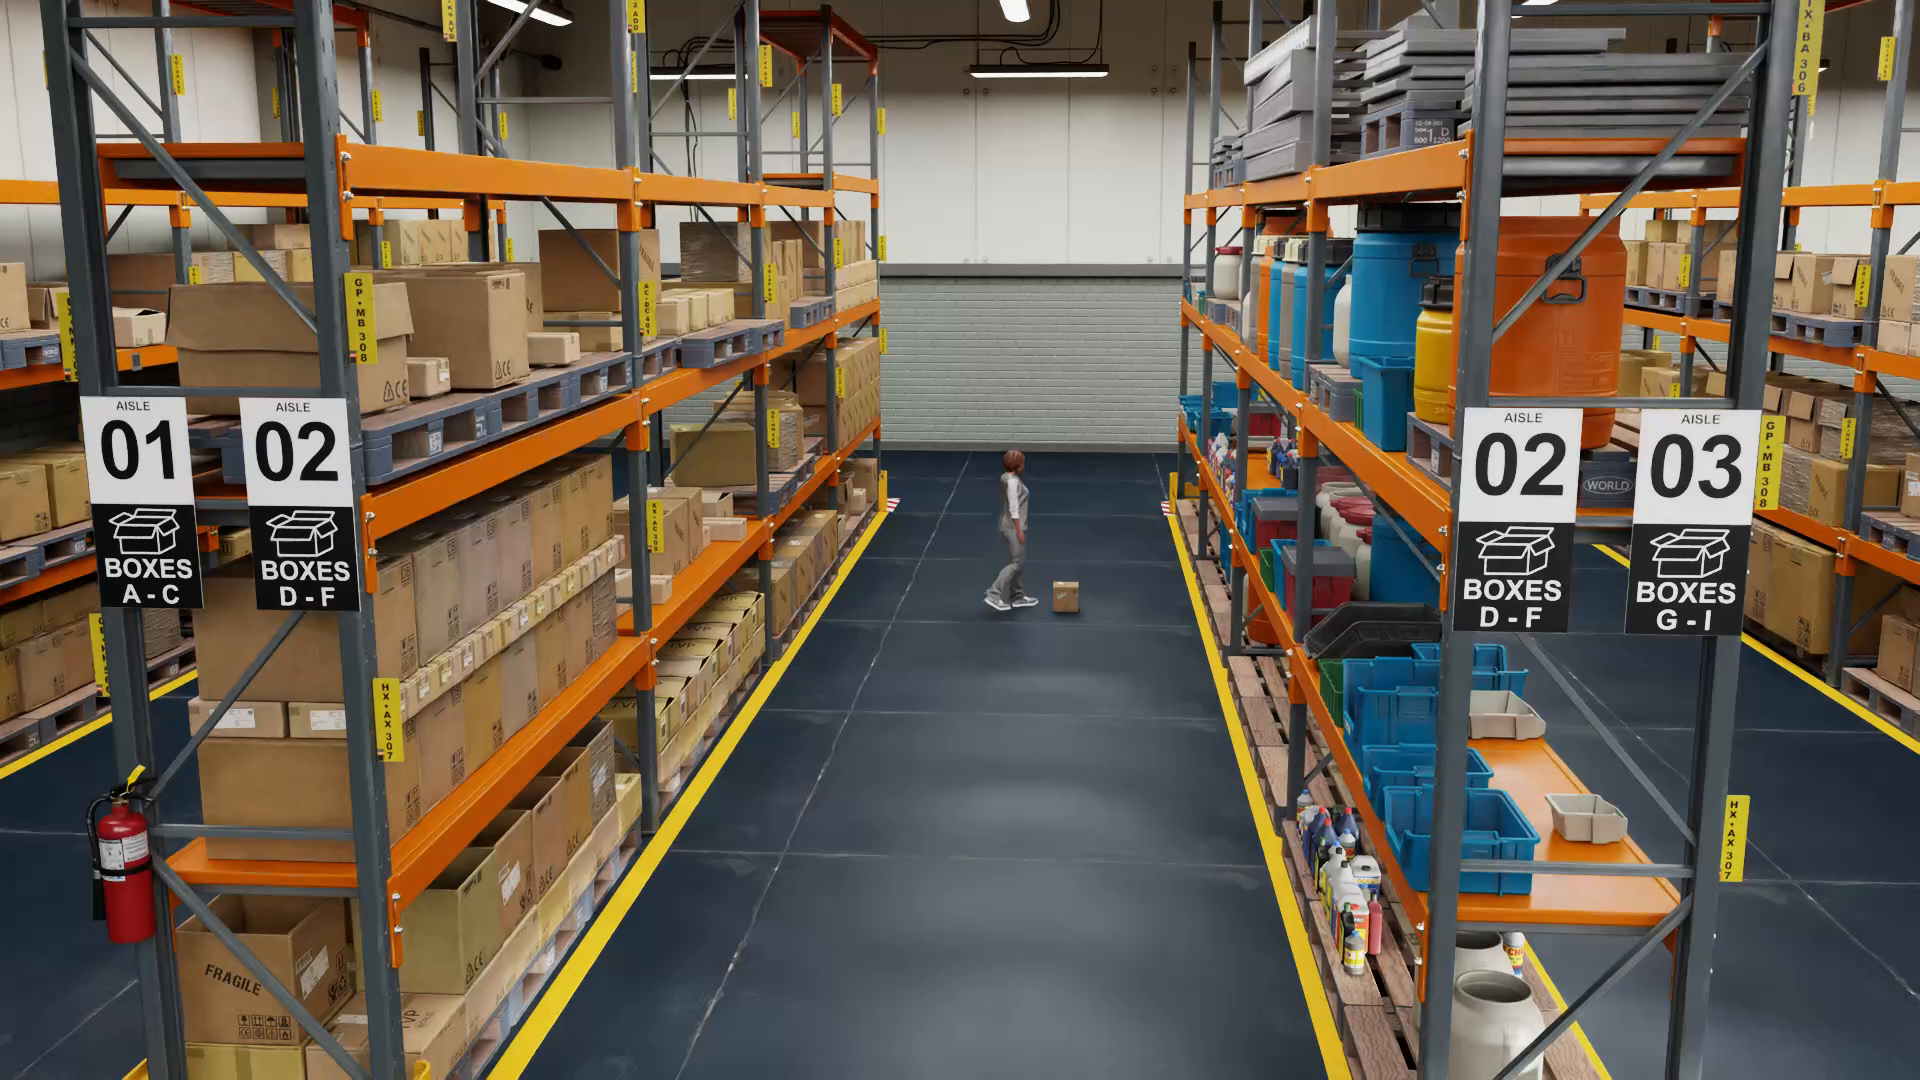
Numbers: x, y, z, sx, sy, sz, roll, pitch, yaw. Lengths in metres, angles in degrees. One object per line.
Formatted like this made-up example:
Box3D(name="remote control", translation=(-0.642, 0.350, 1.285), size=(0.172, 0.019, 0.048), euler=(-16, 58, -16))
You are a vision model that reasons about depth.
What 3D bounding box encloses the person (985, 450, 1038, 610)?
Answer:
Box3D(name="person", translation=(0.514, -0.102, 16.399), size=(0.567, 1.587, 0.433), euler=(-1, 11, -6))
